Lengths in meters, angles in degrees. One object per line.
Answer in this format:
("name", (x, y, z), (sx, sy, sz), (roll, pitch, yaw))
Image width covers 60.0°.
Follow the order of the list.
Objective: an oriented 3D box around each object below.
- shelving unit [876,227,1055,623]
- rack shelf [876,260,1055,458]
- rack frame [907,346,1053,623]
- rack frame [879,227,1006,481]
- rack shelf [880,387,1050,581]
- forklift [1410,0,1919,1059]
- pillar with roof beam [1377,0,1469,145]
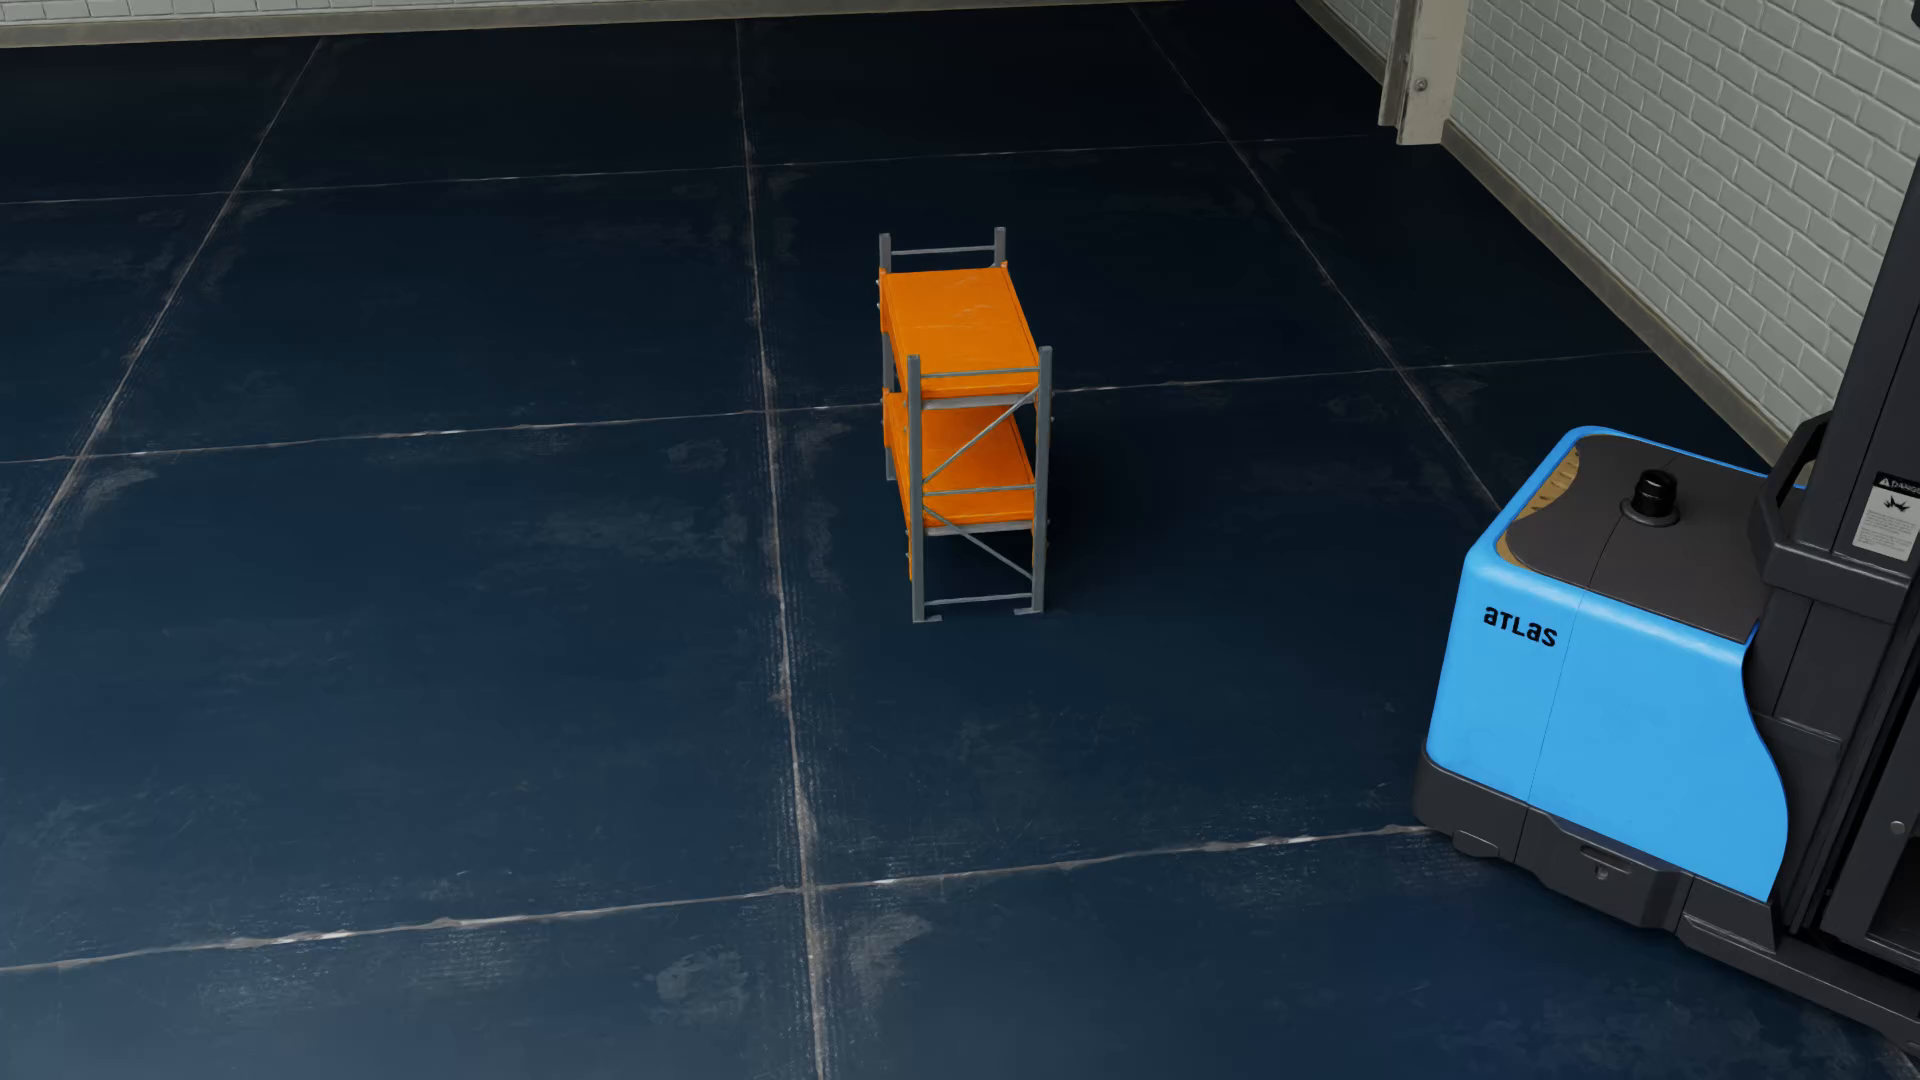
("shelving unit", (0.001, -0.461, 6.428), (0.538, 1.125, 1.048), (-4, 35, -6))
("rack shelf", (0.001, -0.703, 6.263), (0.538, 0.278, 1.000), (-4, 35, -6))
("rack frame", (0.069, -0.177, 6.011), (0.500, 1.125, 0.032), (-4, 35, -6))
("rack frame", (-0.067, -0.745, 6.844), (0.500, 1.125, 0.032), (-4, 35, -6))
("rack shelf", (0.001, -0.259, 6.565), (0.538, 0.278, 1.000), (-4, 35, -6))
("forklift", (2.942, -0.013, 4.167), (3.031, 2.935, 1.130), (22, 40, 29))
("pillar with roof beam", (-1.407, -5.973, 7.524), (9.100, 9.000, 0.400), (-4, 35, -6))
